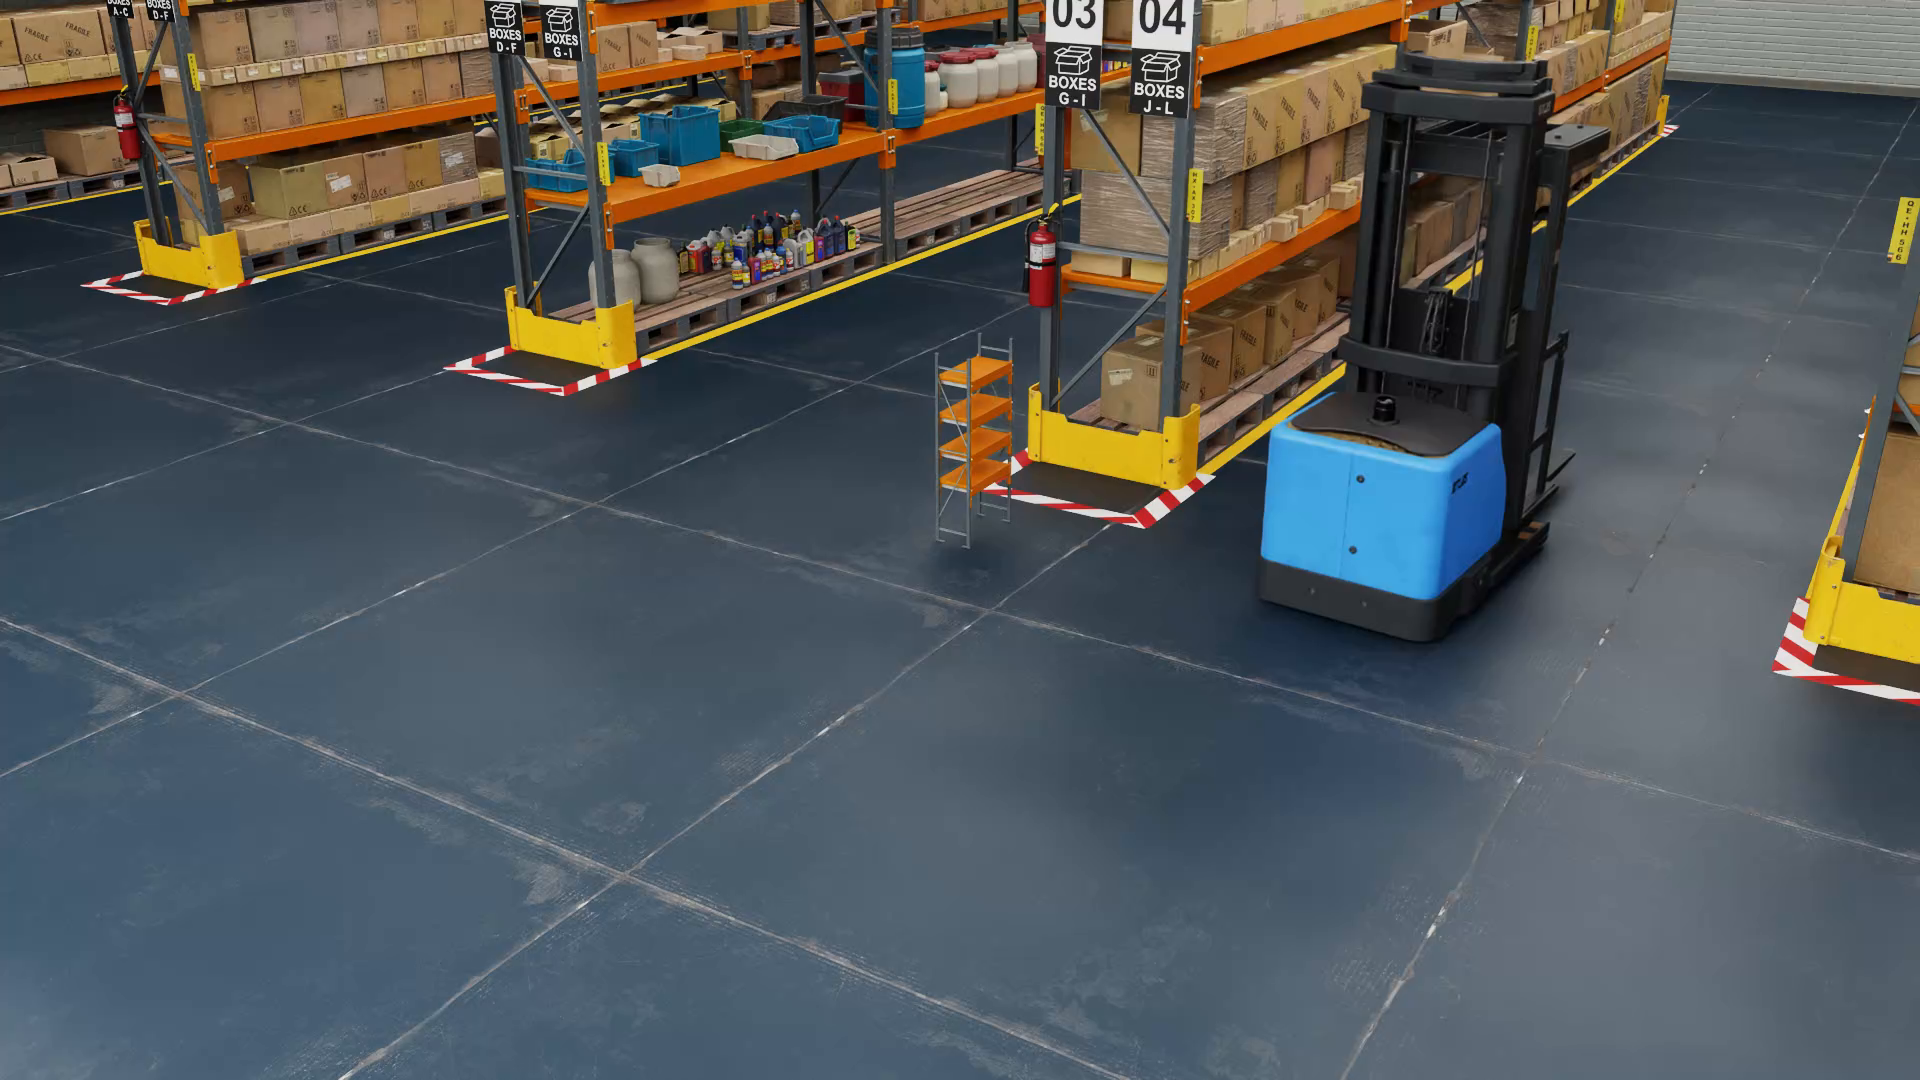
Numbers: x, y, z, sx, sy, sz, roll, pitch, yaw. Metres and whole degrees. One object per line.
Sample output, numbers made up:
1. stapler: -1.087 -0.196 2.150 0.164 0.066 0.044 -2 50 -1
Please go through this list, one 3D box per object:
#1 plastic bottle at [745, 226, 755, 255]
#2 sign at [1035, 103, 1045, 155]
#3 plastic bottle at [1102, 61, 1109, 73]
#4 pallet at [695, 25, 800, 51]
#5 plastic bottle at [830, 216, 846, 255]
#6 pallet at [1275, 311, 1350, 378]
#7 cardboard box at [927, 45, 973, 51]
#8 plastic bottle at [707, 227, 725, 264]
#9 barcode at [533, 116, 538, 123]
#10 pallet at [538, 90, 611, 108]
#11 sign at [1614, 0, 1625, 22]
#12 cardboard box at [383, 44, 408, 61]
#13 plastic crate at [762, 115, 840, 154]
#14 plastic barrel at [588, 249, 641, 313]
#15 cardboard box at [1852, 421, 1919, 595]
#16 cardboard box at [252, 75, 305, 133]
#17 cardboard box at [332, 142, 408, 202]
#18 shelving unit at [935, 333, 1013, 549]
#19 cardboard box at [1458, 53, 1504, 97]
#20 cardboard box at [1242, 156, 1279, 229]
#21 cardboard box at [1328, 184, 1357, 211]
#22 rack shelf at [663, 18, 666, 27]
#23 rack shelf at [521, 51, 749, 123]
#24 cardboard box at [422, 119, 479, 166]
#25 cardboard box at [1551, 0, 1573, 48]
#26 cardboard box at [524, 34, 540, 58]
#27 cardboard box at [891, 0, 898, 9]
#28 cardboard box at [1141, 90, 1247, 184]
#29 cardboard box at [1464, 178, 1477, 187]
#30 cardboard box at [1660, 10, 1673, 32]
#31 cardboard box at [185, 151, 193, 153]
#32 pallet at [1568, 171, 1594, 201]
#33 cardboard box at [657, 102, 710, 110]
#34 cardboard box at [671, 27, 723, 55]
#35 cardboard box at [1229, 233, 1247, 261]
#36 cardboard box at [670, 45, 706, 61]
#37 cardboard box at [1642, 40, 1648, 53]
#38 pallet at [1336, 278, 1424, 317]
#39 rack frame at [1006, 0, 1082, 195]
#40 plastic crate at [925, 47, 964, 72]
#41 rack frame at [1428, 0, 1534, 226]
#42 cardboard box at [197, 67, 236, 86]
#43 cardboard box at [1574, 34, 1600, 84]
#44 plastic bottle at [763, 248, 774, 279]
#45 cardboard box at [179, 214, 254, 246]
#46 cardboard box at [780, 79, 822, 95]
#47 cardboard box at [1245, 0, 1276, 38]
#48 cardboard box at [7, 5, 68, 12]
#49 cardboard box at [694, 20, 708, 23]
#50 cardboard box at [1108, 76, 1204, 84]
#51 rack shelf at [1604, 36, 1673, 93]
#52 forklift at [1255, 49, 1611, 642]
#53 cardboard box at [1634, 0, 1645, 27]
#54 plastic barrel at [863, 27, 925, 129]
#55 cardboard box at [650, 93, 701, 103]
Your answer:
1. plastic bottle: -2.028 -2.885 16.019 0.097 0.271 0.097 0 23 0
2. sign: 0.533 -2.653 10.748 0.100 0.325 0.005 14 27 29
3. plastic bottle: 1.721 -5.718 19.829 0.061 0.283 0.133 14 27 29
4. pallet: -2.903 -6.786 22.392 1.213 0.211 1.003 14 27 29
5. plastic bottle: -1.199 -2.950 16.070 0.144 0.351 0.185 13 27 28
6. pallet: 2.779 -1.690 13.888 1.003 0.211 1.213 14 27 29
7. cardboard box: -0.104 -7.673 26.786 0.797 0.503 0.637 14 27 29
8. plastic bottle: -2.304 -2.773 15.659 0.144 0.351 0.185 15 28 31
9. barcode: -4.822 -4.775 18.889 0.001 0.075 0.075 14 27 29
10. pallet: -6.287 -7.049 26.266 1.003 0.211 1.213 14 27 29
11. sign: 7.790 -6.288 19.643 0.100 0.325 0.005 14 27 29
12. cardboard box: -5.943 -5.060 17.220 0.380 0.149 0.250 15 27 30
13. plastic crate: -1.457 -3.743 15.308 0.499 0.251 0.616 14 27 29
14. plastic barrel: -2.932 -2.181 14.115 0.421 0.512 0.421 0 23 0
15. cardboard box: 5.456 -0.241 9.176 0.875 0.875 0.875 14 27 29
16. cardboard box: -6.890 -4.310 16.304 0.700 0.500 0.500 15 27 30
17. cardboard box: -6.155 -3.846 17.347 0.500 0.500 0.500 14 27 29
18. shelving unit: 0.087 -0.606 10.141 0.258 1.200 0.503 14 27 29
19. cardboard box: 4.753 -4.392 15.966 0.700 0.500 0.500 19 30 37
20. cardboard box: 1.769 -2.570 11.910 0.875 0.500 0.500 14 27 29
21. cardboard box: 2.880 -2.692 13.010 0.380 0.149 0.250 14 27 29
22. rack shelf: -4.246 -9.363 29.008 1.077 0.370 4.000 14 27 29
23. rack shelf: -4.255 -5.626 20.375 1.077 0.370 4.000 14 27 29
24. cardboard box: -5.821 -4.465 18.777 0.500 0.500 0.500 14 27 29
25. cardboard box: 6.307 -5.751 18.369 0.797 0.503 0.637 15 27 31
26. cardboard box: -6.444 -7.389 25.720 0.750 0.750 0.750 14 27 29
27. cardboard box: -1.045 -8.249 25.404 0.500 0.500 0.500 14 27 30
28. cardboard box: 1.515 -2.623 10.776 0.500 0.500 0.500 14 27 29
29. cardboard box: 4.886 -3.720 16.717 0.500 0.250 0.500 15 28 31
30. cardboard box: 9.403 -7.102 22.695 0.500 0.250 0.500 13 27 28
31. cardboard box: -9.778 -5.033 21.112 0.380 0.166 0.250 10 25 22
32. pallet: 6.981 -4.348 20.028 1.003 0.211 1.213 14 27 29
33. cardboard box: -3.536 -5.414 21.207 0.500 0.311 0.500 13 27 28
34. cardboard box: -3.429 -6.477 21.547 0.500 0.311 0.500 16 28 32
35. cardboard box: 1.754 -2.035 11.491 0.380 0.149 0.250 14 27 29
36. cardboard box: -3.440 -6.154 21.007 0.380 0.149 0.250 14 27 29
37. cardboard box: 8.719 -6.434 21.652 0.380 0.149 0.250 14 27 30
38. pallet: 3.513 -2.187 15.037 1.003 0.211 1.213 14 27 29
39. rack frame: 1.006 -5.592 19.391 1.000 3.000 0.127 14 27 29
40. plastic crate: -0.107 -5.140 18.267 0.402 0.464 0.583 14 27 29
41. rack frame: 5.214 -4.554 16.993 1.000 3.000 0.127 14 27 29
42. cardboard box: -7.030 -4.362 15.608 0.380 0.149 0.250 14 27 29
43. cardboard box: 7.042 -5.569 19.213 0.500 0.500 0.500 15 27 31
44. plastic bottle: -1.760 -2.538 15.216 0.097 0.271 0.097 0 23 0
45. cardboard box: -7.389 -3.105 16.579 0.500 0.250 0.500 14 27 29
46. cardboard box: -2.177 -6.126 23.217 0.500 0.500 0.500 13 27 28
47. cardboard box: 1.734 -3.445 10.846 0.500 0.250 0.500 13 27 28
48. cardboard box: -10.754 -5.969 19.482 0.500 0.500 0.500 14 27 30
49. cardboard box: -4.516 -8.937 28.920 0.380 0.149 0.250 14 27 29
50. cardboard box: 1.333 -2.902 11.420 0.500 0.500 0.500 14 27 29
51. rack shelf: 8.378 -6.249 21.814 1.077 0.370 4.000 14 27 29
52. forklift: 2.935 -1.331 9.635 1.130 2.935 3.031 16 28 33
53. cardboard box: 8.330 -6.765 20.971 0.500 0.500 0.500 13 27 27
54. plastic barrel: -0.643 -4.539 16.327 0.600 0.901 0.708 14 27 29
55. cardboard box: -3.726 -5.704 21.877 0.500 0.311 0.500 15 28 31
